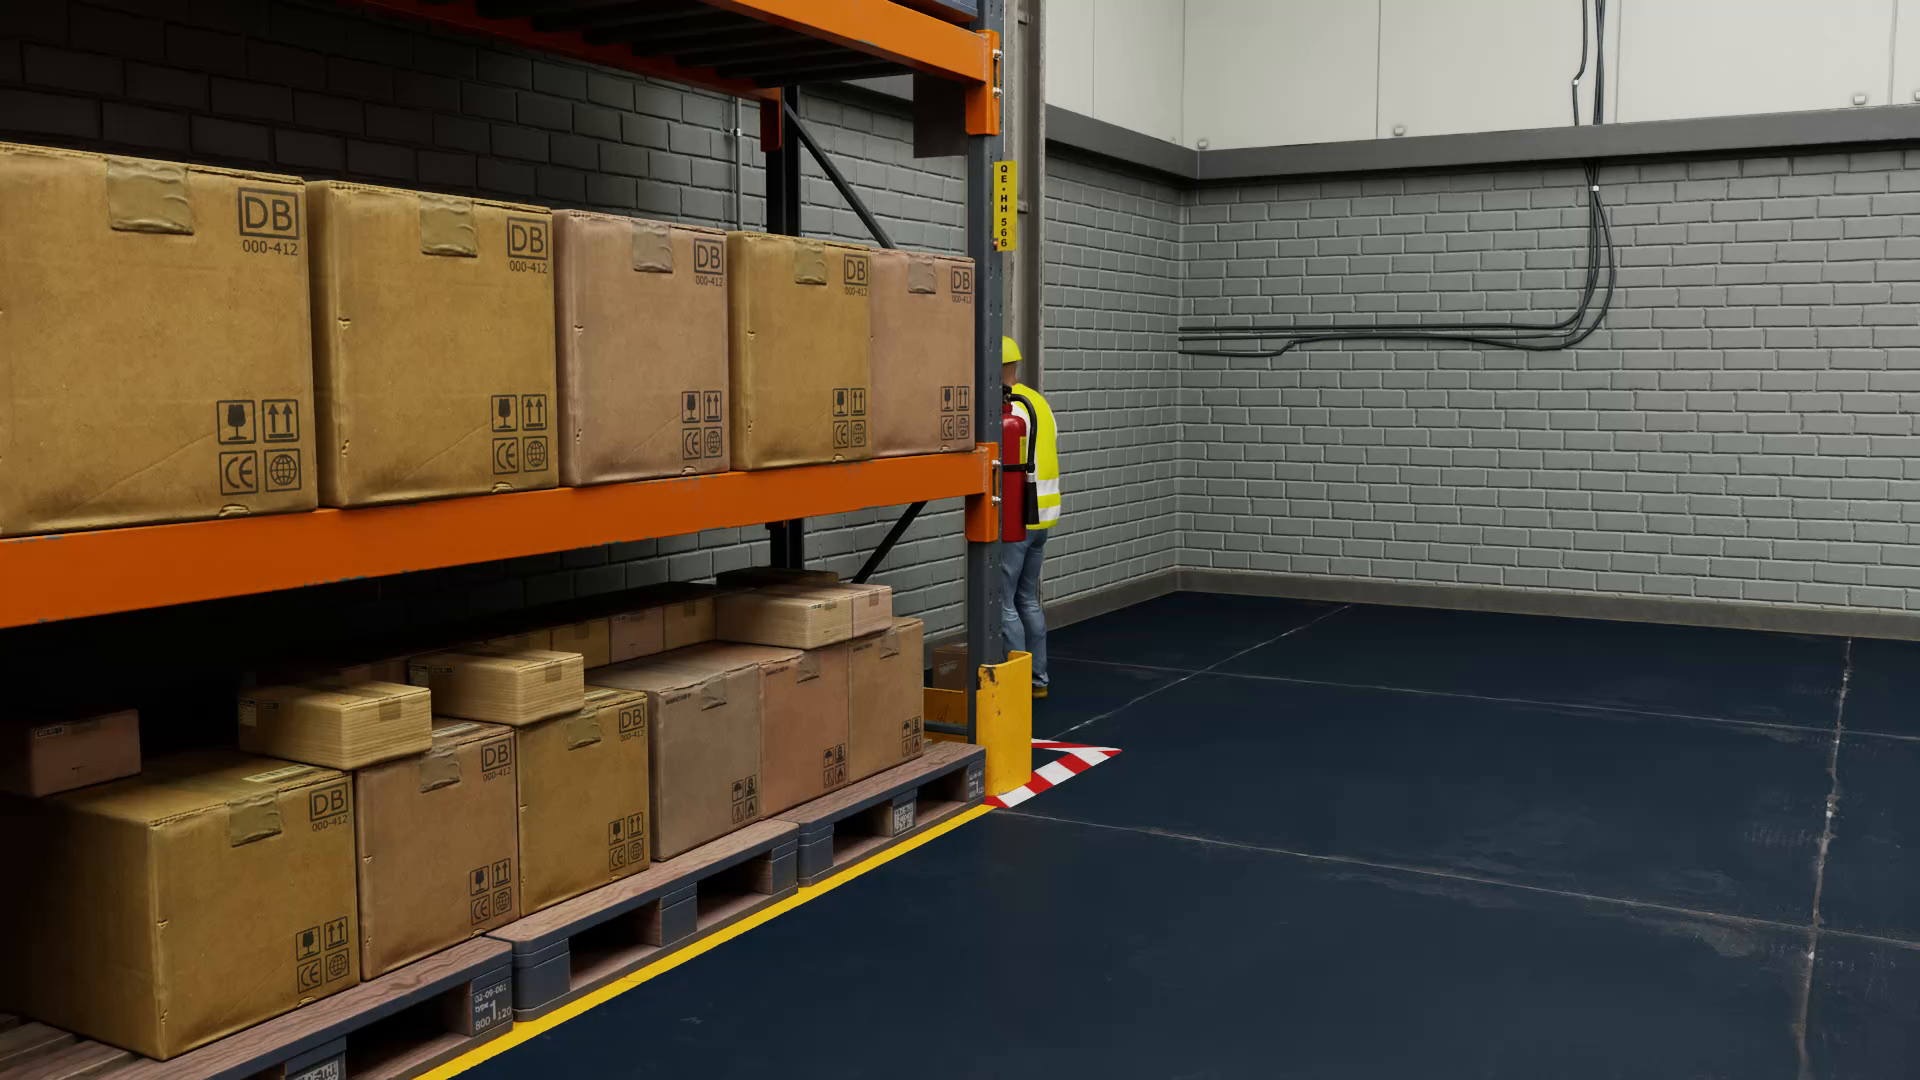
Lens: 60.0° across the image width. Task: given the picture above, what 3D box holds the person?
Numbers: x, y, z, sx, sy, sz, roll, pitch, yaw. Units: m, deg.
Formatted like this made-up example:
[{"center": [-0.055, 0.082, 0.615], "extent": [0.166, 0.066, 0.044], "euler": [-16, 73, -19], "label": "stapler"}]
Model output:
[{"center": [0.236, -0.093, 7.950], "extent": [0.458, 1.761, 0.626], "euler": [3, 7, 29], "label": "person"}]
